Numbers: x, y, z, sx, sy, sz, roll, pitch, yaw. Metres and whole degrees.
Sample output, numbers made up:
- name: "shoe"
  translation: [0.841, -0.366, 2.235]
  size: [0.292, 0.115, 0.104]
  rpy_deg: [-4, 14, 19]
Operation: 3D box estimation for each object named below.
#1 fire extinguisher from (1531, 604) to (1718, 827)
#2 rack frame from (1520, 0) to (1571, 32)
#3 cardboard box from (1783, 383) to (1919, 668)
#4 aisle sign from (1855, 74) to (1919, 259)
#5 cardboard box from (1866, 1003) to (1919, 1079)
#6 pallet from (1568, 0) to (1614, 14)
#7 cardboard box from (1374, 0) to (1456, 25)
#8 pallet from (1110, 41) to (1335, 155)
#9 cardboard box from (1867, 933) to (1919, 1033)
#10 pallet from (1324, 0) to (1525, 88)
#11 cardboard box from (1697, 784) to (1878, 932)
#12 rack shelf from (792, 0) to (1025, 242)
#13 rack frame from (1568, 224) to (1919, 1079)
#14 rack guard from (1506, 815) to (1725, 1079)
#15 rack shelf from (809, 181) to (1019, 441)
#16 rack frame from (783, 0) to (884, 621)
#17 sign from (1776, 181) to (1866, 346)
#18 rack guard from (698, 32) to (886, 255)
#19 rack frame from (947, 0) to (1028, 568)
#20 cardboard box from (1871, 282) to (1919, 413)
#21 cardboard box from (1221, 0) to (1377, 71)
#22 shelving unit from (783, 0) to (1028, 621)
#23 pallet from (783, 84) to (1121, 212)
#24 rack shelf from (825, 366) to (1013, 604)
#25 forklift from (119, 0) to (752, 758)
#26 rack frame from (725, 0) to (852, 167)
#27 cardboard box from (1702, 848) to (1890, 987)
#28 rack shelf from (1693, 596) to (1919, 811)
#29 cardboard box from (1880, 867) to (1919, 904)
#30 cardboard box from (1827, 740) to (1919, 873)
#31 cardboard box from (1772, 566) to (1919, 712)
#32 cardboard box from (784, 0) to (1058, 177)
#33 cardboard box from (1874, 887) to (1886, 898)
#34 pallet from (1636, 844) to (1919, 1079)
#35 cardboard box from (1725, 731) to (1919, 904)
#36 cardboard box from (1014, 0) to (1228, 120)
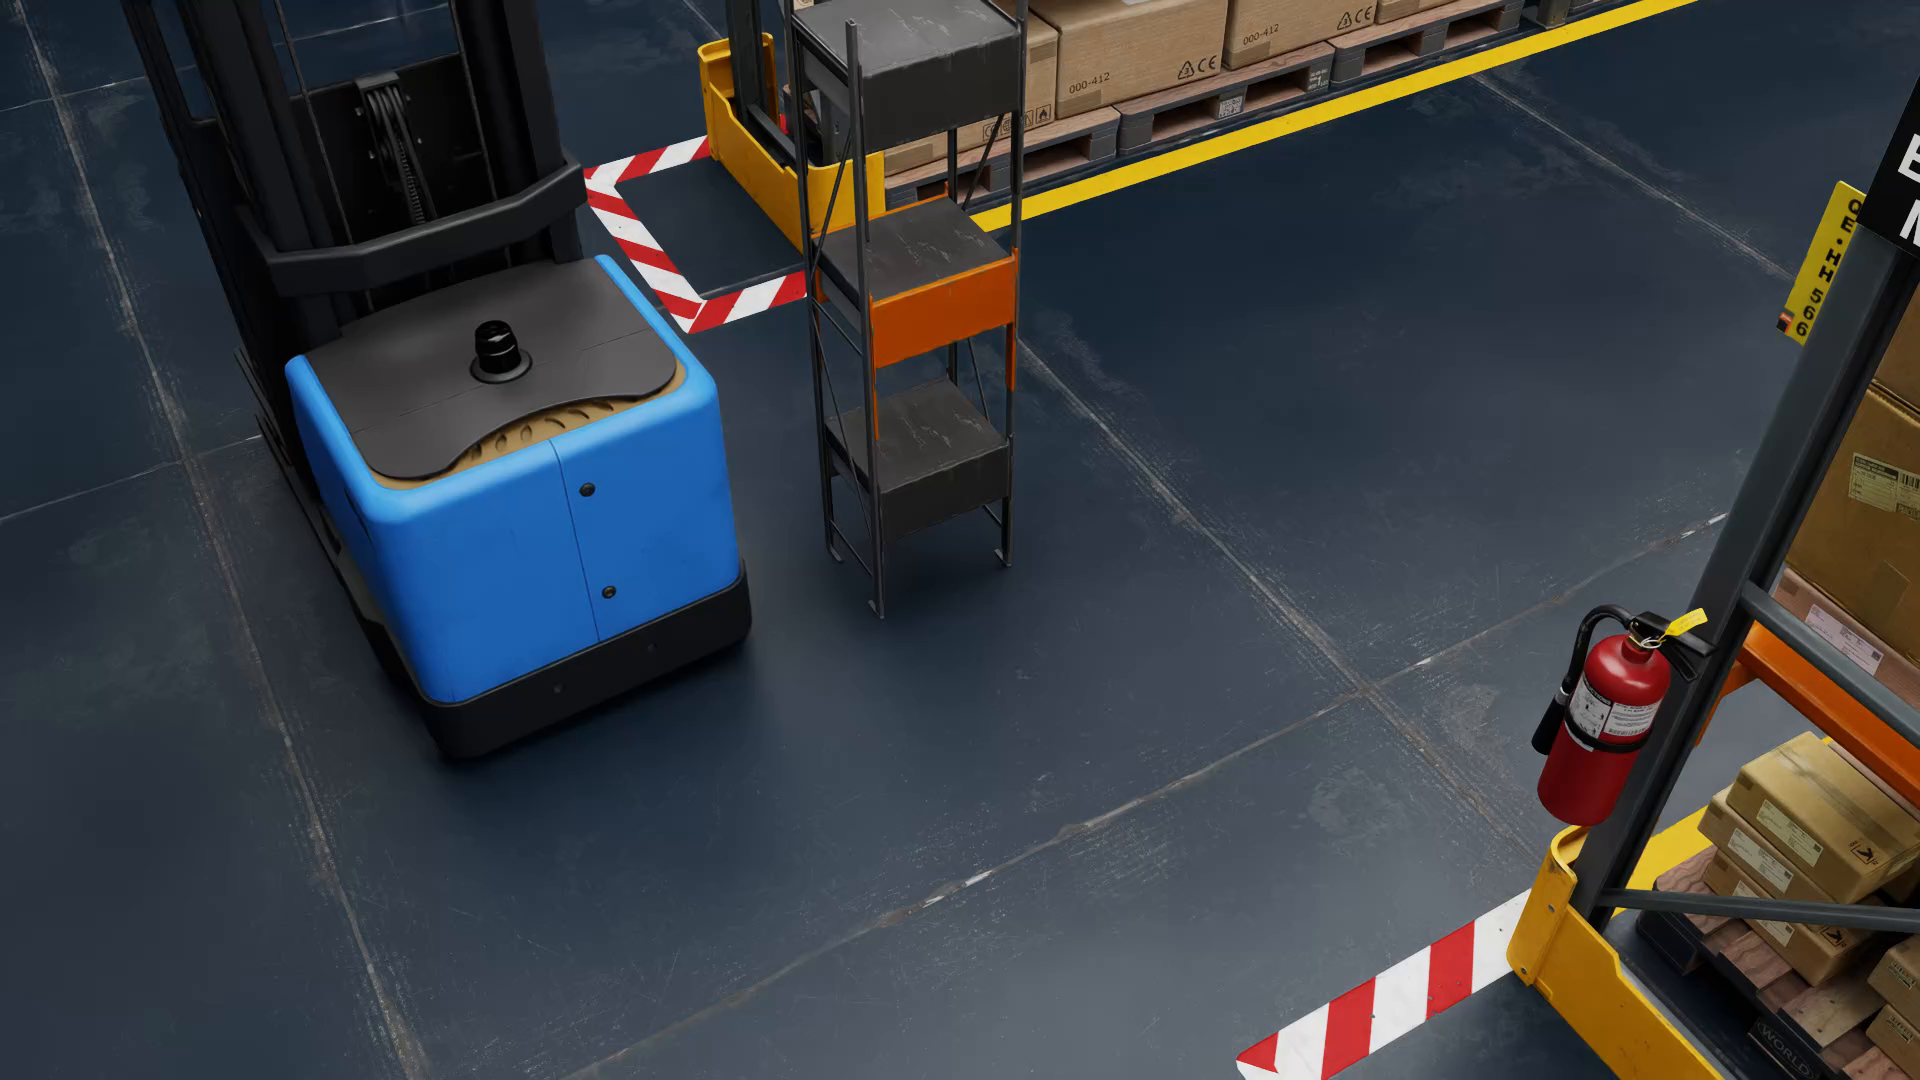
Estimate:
- name: "fire extinguisher"
  translation: [1.403, 0.347, 3.562]
  size: [0.183, 0.674, 0.296]
  rpy_deg: [-22, 48, -21]
- name: "rack frame"
  translation: [2.766, -3.965, 7.682]
  size: [0.127, 3.000, 1.000]
  rpy_deg: [-22, 48, -21]
- name: "cardboard box"
  translation: [2.113, -0.077, 3.390]
  size: [0.500, 0.500, 0.500]
  rpy_deg: [-21, 48, -20]
- name: "aisle sign"
  translation: [1.638, -0.712, 2.463]
  size: [0.004, 0.787, 0.394]
  rpy_deg: [-22, 48, -21]
- name: "cardboard box"
  translation: [2.465, 1.261, 4.043]
  size: [0.250, 0.149, 0.380]
  rpy_deg: [-21, 48, -20]
- name: "pallet"
  translation: [3.397, -3.278, 8.976]
  size: [1.213, 0.211, 1.003]
  rpy_deg: [-22, 48, -21]
- name: "cardboard box"
  translation: [2.168, -3.043, 8.270]
  size: [0.875, 0.438, 0.875]
  rpy_deg: [-22, 48, -21]
- name: "pallet"
  translation: [1.008, -2.322, 7.991]
  size: [1.213, 0.211, 1.003]
  rpy_deg: [-22, 48, -21]
- name: "cardboard box"
  translation: [2.433, 1.116, 3.979]
  size: [0.250, 0.149, 0.380]
  rpy_deg: [-20, 48, -19]
- name: "pallet"
  translation: [2.067, -2.748, 8.430]
  size: [1.213, 0.211, 1.003]
  rpy_deg: [-22, 48, -21]
- name: "cardboard box"
  translation: [2.167, 0.787, 4.317]
  size: [0.250, 0.149, 0.380]
  rpy_deg: [-23, 49, -22]
- name: "rack shelf"
  translation: [-0.144, -1.189, 4.482]
  size: [0.480, 0.518, 0.431]
  rpy_deg: [-22, 48, -21]
- name: "rack frame"
  translation: [1.851, 0.377, 3.208]
  size: [0.127, 3.000, 1.000]
  rpy_deg: [-22, 48, -21]
- name: "rack guard"
  translation: [1.917, 1.247, 4.106]
  size: [0.348, 0.500, 1.175]
  rpy_deg: [-22, 48, -21]
- name: "rack shelf"
  translation: [-0.144, -0.686, 4.969]
  size: [0.480, 0.518, 0.431]
  rpy_deg: [-22, 48, -21]
- name: "rack frame"
  translation: [-0.355, -0.611, 4.872]
  size: [0.015, 2.100, 0.400]
  rpy_deg: [-22, 48, -21]
- name: "sign"
  translation: [1.592, -0.494, 3.047]
  size: [0.005, 0.325, 0.100]
  rpy_deg: [-22, 48, -21]
- name: "rack guard"
  translation: [-0.723, -1.672, 7.114]
  size: [0.348, 0.500, 1.175]
  rpy_deg: [-22, 48, -21]
- name: "rack frame"
  translation: [0.068, -0.781, 5.047]
  size: [0.015, 2.100, 0.400]
  rpy_deg: [-22, 48, -21]
- name: "cardboard box"
  translation: [2.124, -0.434, 3.040]
  size: [0.500, 0.500, 0.500]
  rpy_deg: [-23, 49, -22]
- name: "cardboard box"
  translation: [1.392, -2.732, 7.950]
  size: [0.875, 0.438, 0.875]
  rpy_deg: [-23, 49, -22]
- name: "shelving unit"
  translation: [-0.144, -0.696, 4.960]
  size: [0.503, 2.100, 0.431]
  rpy_deg: [-22, 48, -21]
- name: "pallet"
  translation: [-0.048, -1.901, 7.558]
  size: [1.213, 0.211, 1.003]
  rpy_deg: [-22, 48, -21]
- name: "rack shelf"
  translation: [-0.144, -0.184, 5.457]
  size: [0.480, 0.518, 0.431]
  rpy_deg: [-22, 48, -21]
- name: "forklift"
  translation: [-1.888, -1.404, 5.092]
  size: [1.130, 2.935, 3.031]
  rpy_deg: [-24, 49, -23]
- name: "rack frame"
  translation: [-0.703, -2.577, 6.252]
  size: [0.127, 3.000, 1.000]
  rpy_deg: [-22, 48, -21]
- name: "cardboard box"
  translation: [2.204, 0.940, 4.373]
  size: [0.250, 0.149, 0.380]
  rpy_deg: [-21, 48, -20]
- name: "rack shelf"
  translation: [3.585, -0.059, 4.174]
  size: [4.000, 0.370, 1.077]
  rpy_deg: [-22, 48, -21]
- name: "cardboard box"
  translation: [2.420, 0.729, 4.377]
  size: [0.250, 0.149, 0.380]
  rpy_deg: [-23, 49, -22]
- name: "cardboard box"
  translation: [2.430, 0.646, 4.249]
  size: [0.250, 0.149, 0.380]
  rpy_deg: [-21, 48, -20]
- name: "cardboard box"
  translation: [1.993, 0.183, 3.588]
  size: [0.250, 0.149, 0.380]
  rpy_deg: [-22, 48, -21]
- name: "cardboard box"
  translation: [-0.180, -2.098, 7.296]
  size: [0.875, 0.438, 0.875]
  rpy_deg: [-23, 49, -22]
- name: "cardboard box"
  translation: [2.376, 0.790, 4.528]
  size: [0.250, 0.149, 0.380]
  rpy_deg: [-20, 48, -20]
- name: "pallet"
  translation: [2.639, 1.090, 4.475]
  size: [1.213, 0.211, 1.003]
  rpy_deg: [-22, 48, -21]
- name: "cardboard box"
  translation: [2.184, 0.699, 4.194]
  size: [0.250, 0.149, 0.380]
  rpy_deg: [-21, 48, -20]
- name: "cardboard box"
  translation: [0.609, -2.421, 7.629]
  size: [0.875, 0.438, 0.875]
  rpy_deg: [-21, 48, -20]
